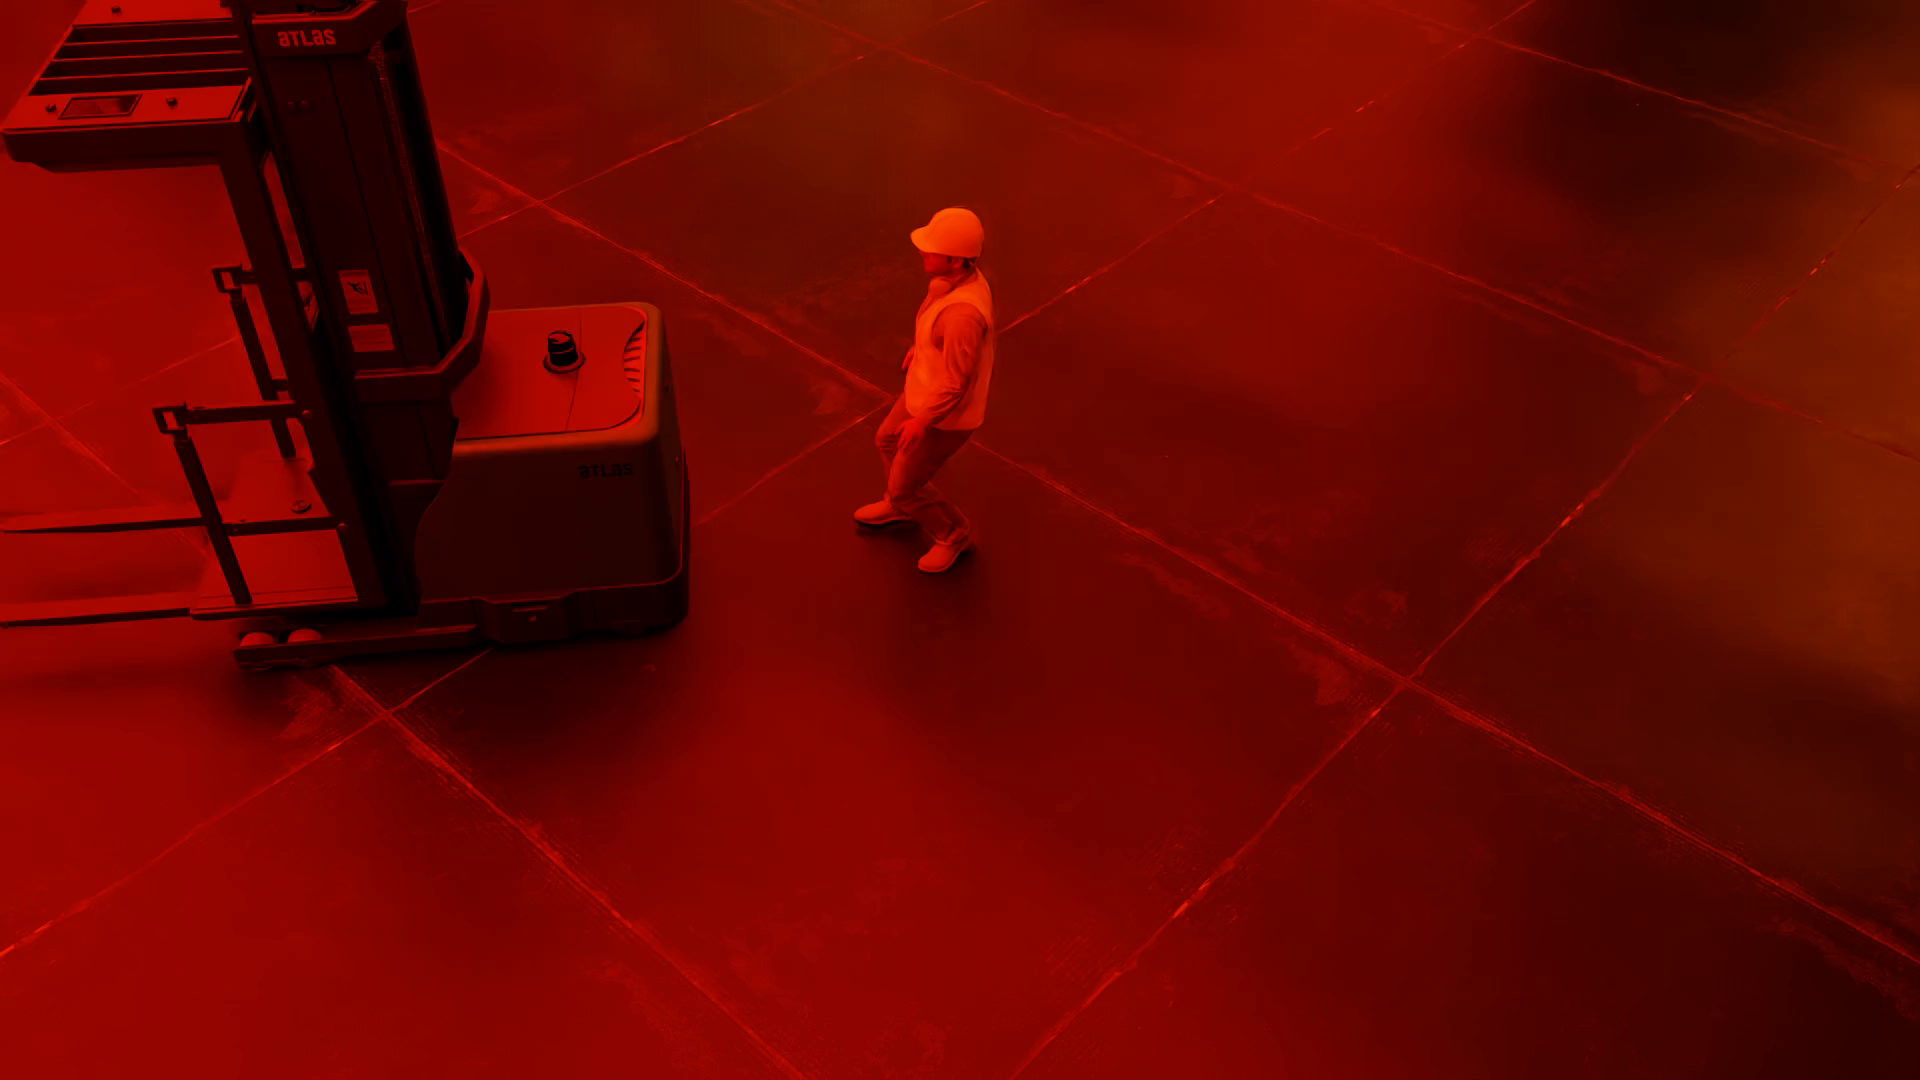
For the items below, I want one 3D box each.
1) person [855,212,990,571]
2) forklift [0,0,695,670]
[{"bbox_3d":[-0.186,-0.645,7.139,0.623,1.689,0.759,1,41,1],"label":"person"},{"bbox_3d":[-2.710,-0.927,6.508,3.031,2.935,1.130,-4,41,-5],"label":"forklift"}]
